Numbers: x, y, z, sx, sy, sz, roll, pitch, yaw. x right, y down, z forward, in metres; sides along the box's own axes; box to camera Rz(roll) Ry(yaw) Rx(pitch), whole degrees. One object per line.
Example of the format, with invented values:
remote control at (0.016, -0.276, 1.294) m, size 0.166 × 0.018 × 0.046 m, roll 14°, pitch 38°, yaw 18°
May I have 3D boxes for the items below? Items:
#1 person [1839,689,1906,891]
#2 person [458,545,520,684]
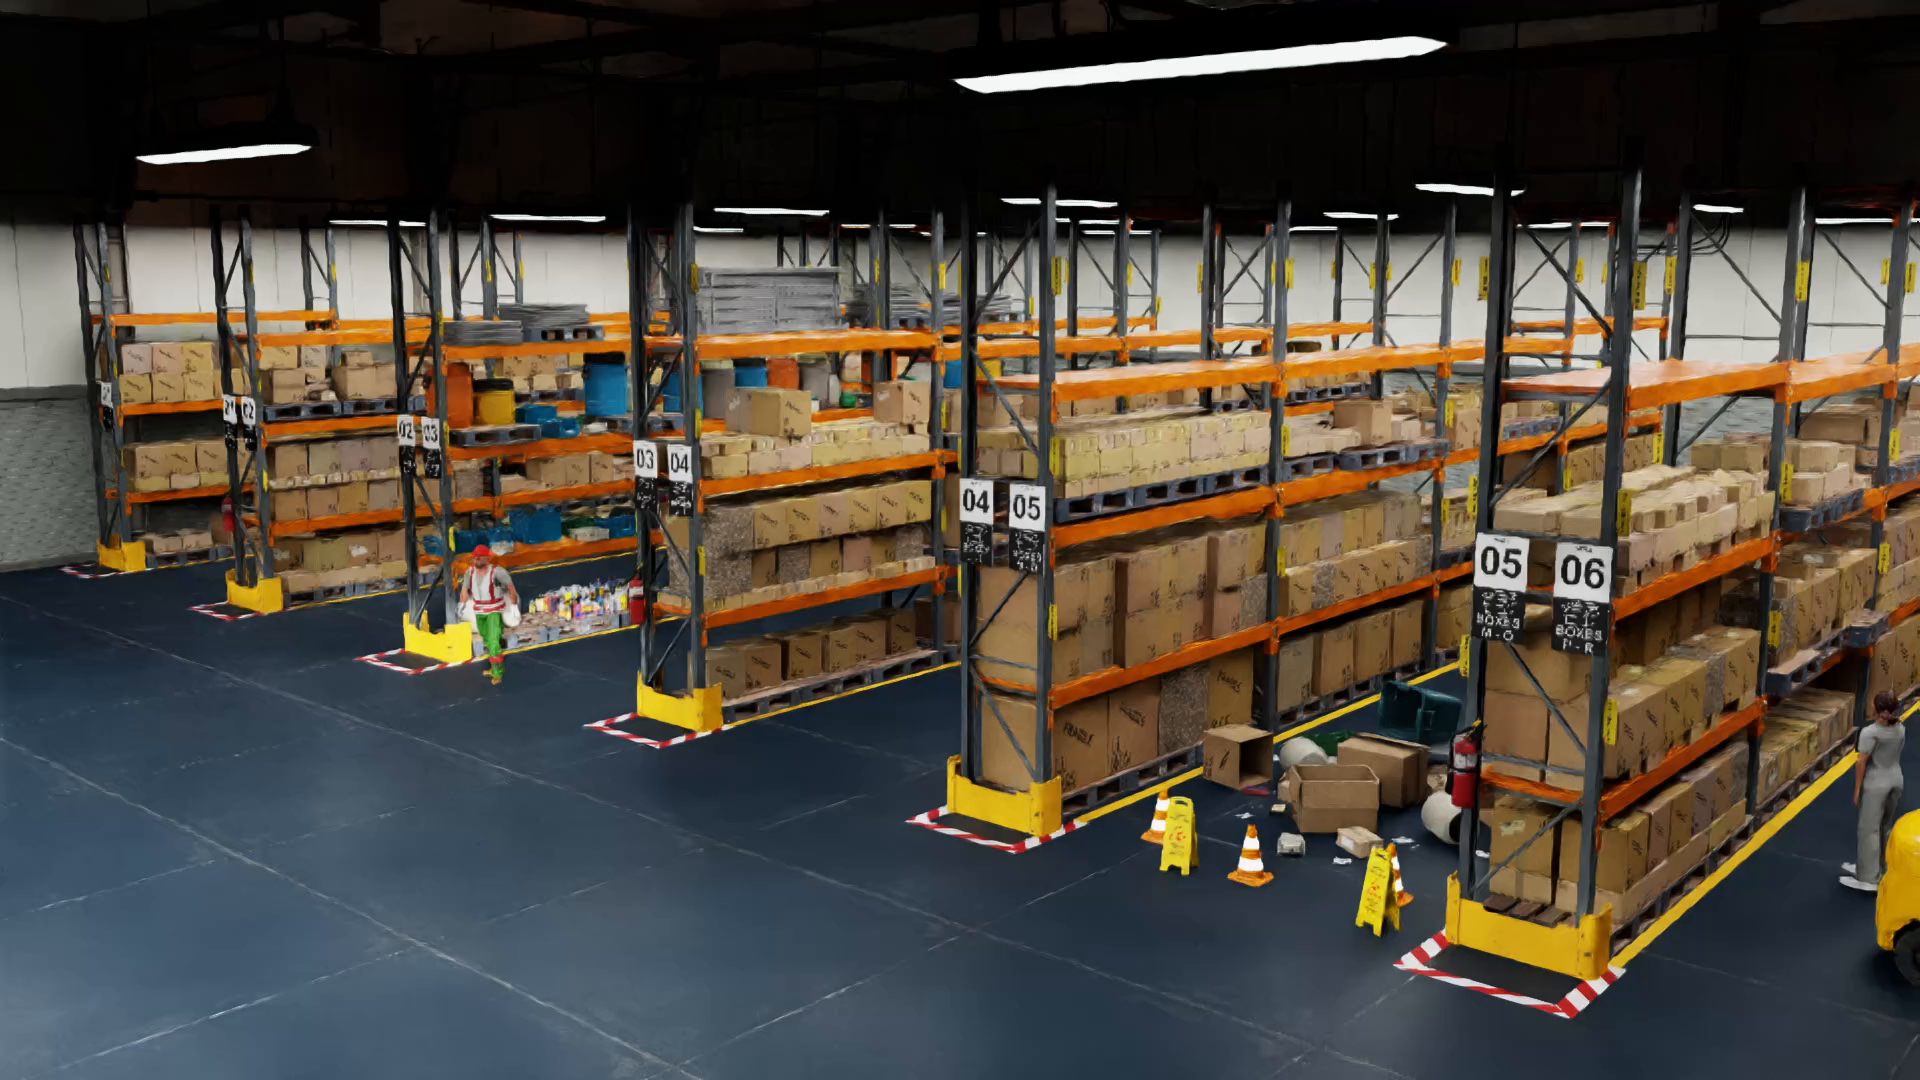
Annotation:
person at (7.606, 2.046, 13.807) m, size 0.487 × 1.645 × 0.397 m, roll -3°, pitch 10°, yaw -18°
person at (-5.848, 0.892, 20.665) m, size 0.675 × 1.727 × 0.774 m, roll 3°, pitch 10°, yaw 20°
